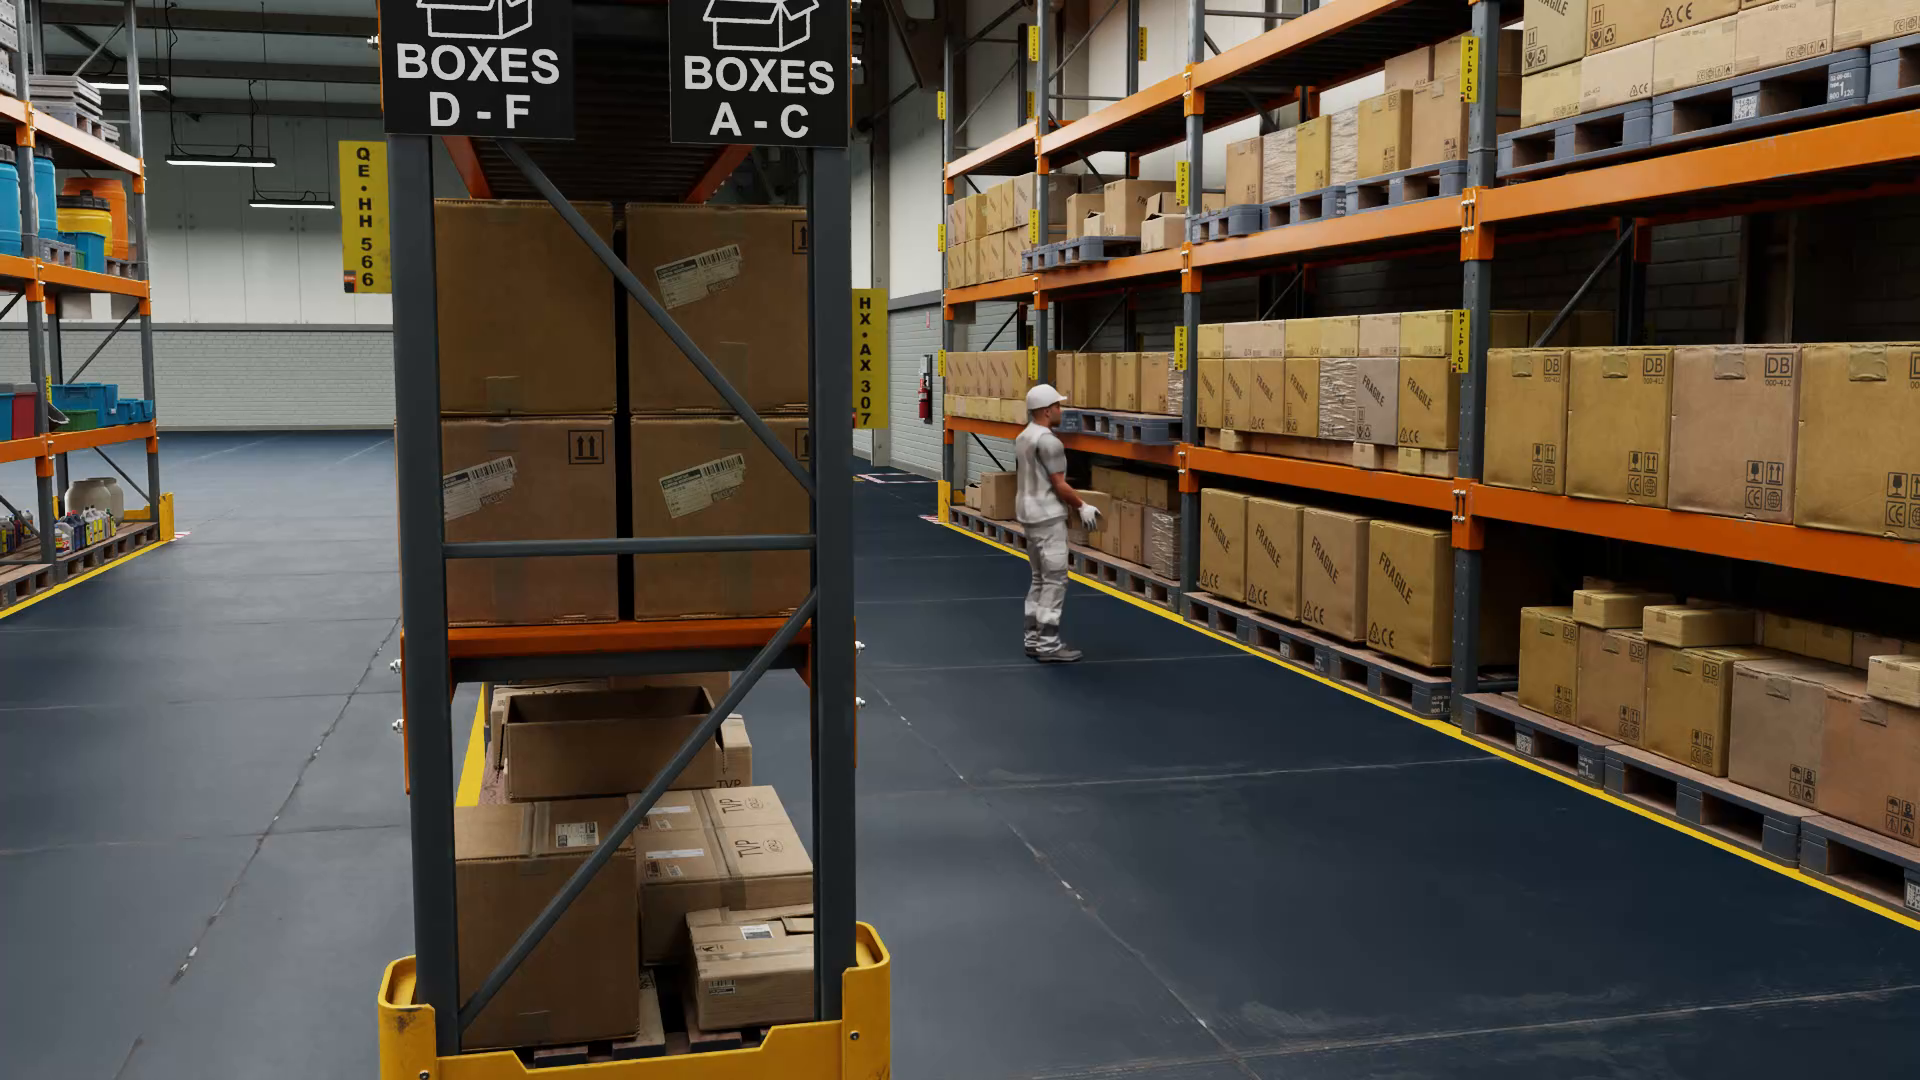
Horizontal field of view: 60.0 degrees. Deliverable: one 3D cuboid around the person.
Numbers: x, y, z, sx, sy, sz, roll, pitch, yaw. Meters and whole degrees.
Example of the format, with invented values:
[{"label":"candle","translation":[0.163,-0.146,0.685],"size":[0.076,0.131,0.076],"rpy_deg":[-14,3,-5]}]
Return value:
[{"label":"person","translation":[0.632,-0.118,10.876],"size":[0.519,1.794,0.526],"rpy_deg":[-2,6,-14]}]
